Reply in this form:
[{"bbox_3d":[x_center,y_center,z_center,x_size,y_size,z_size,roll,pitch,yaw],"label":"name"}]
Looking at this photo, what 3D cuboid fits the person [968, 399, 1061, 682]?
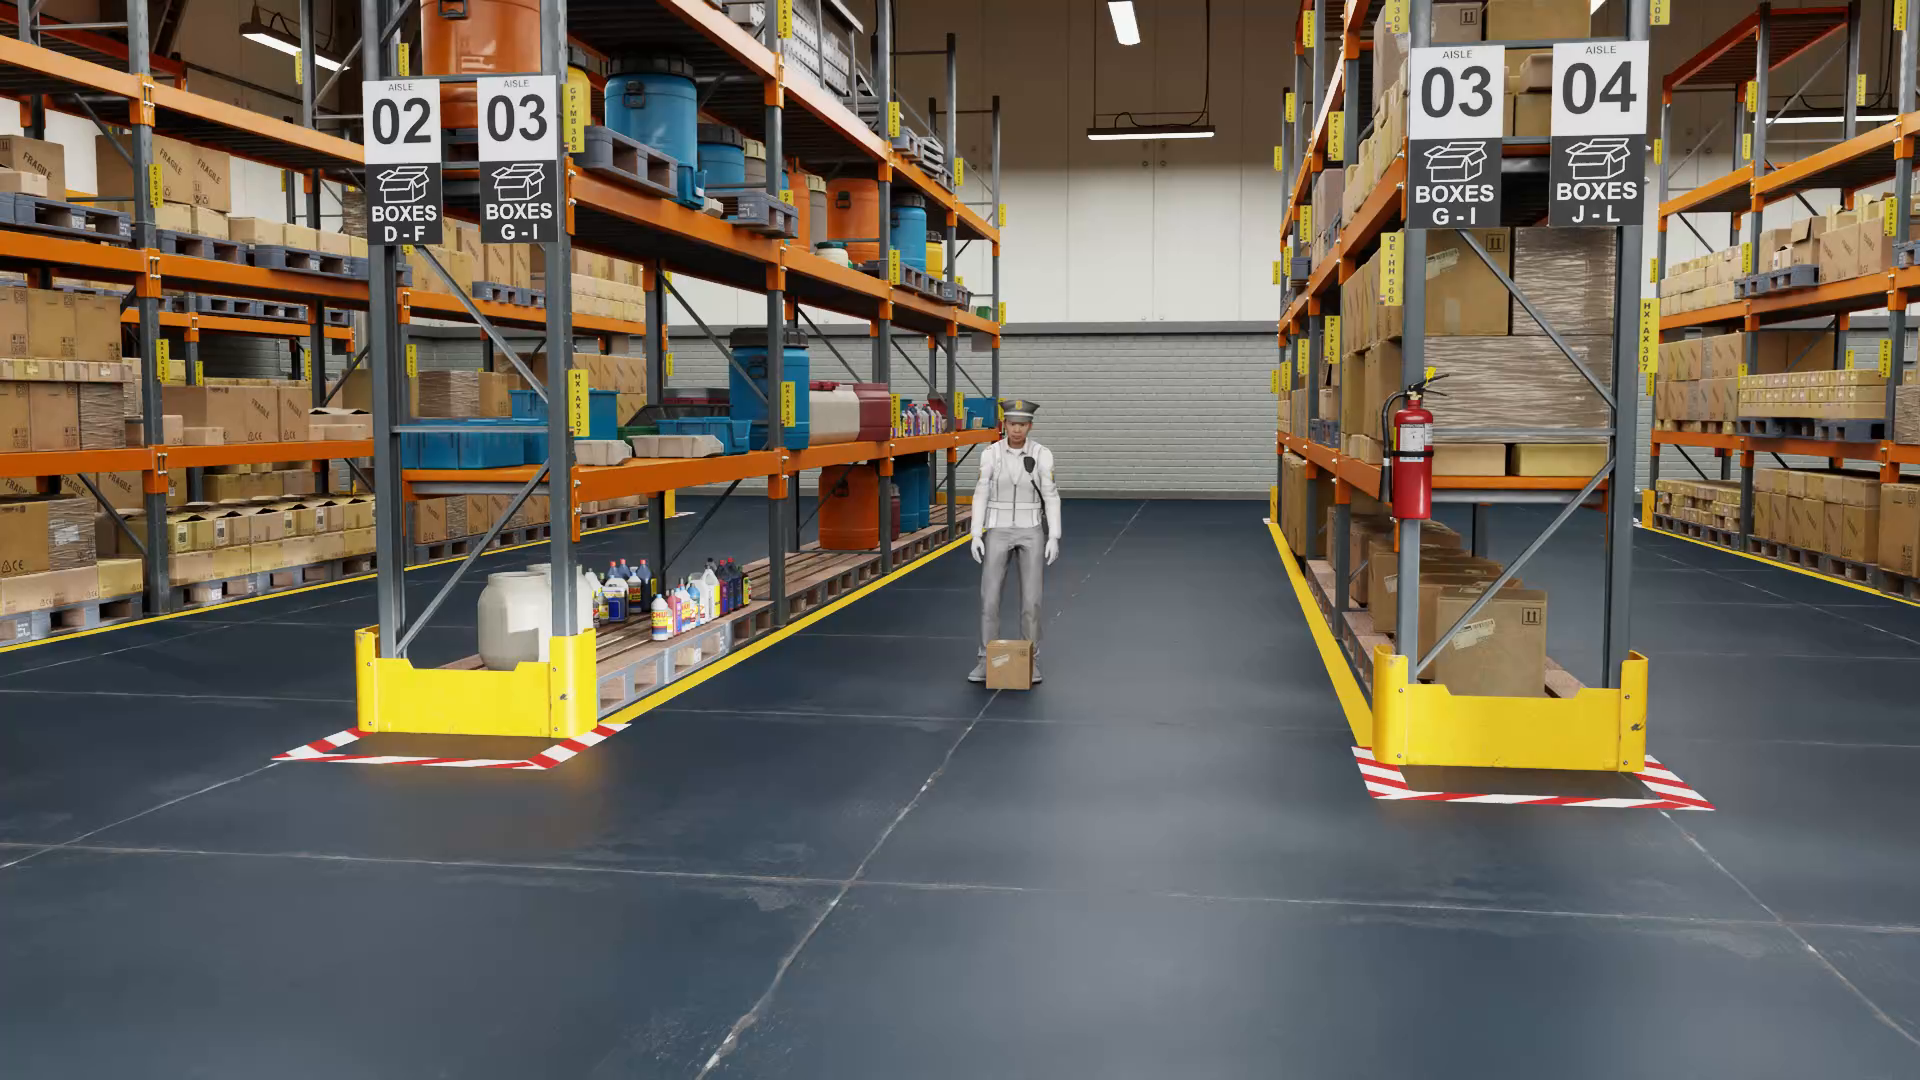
[{"bbox_3d":[0.324,0.000,9.857,0.539,1.667,0.369,0,5,6],"label":"person"}]
